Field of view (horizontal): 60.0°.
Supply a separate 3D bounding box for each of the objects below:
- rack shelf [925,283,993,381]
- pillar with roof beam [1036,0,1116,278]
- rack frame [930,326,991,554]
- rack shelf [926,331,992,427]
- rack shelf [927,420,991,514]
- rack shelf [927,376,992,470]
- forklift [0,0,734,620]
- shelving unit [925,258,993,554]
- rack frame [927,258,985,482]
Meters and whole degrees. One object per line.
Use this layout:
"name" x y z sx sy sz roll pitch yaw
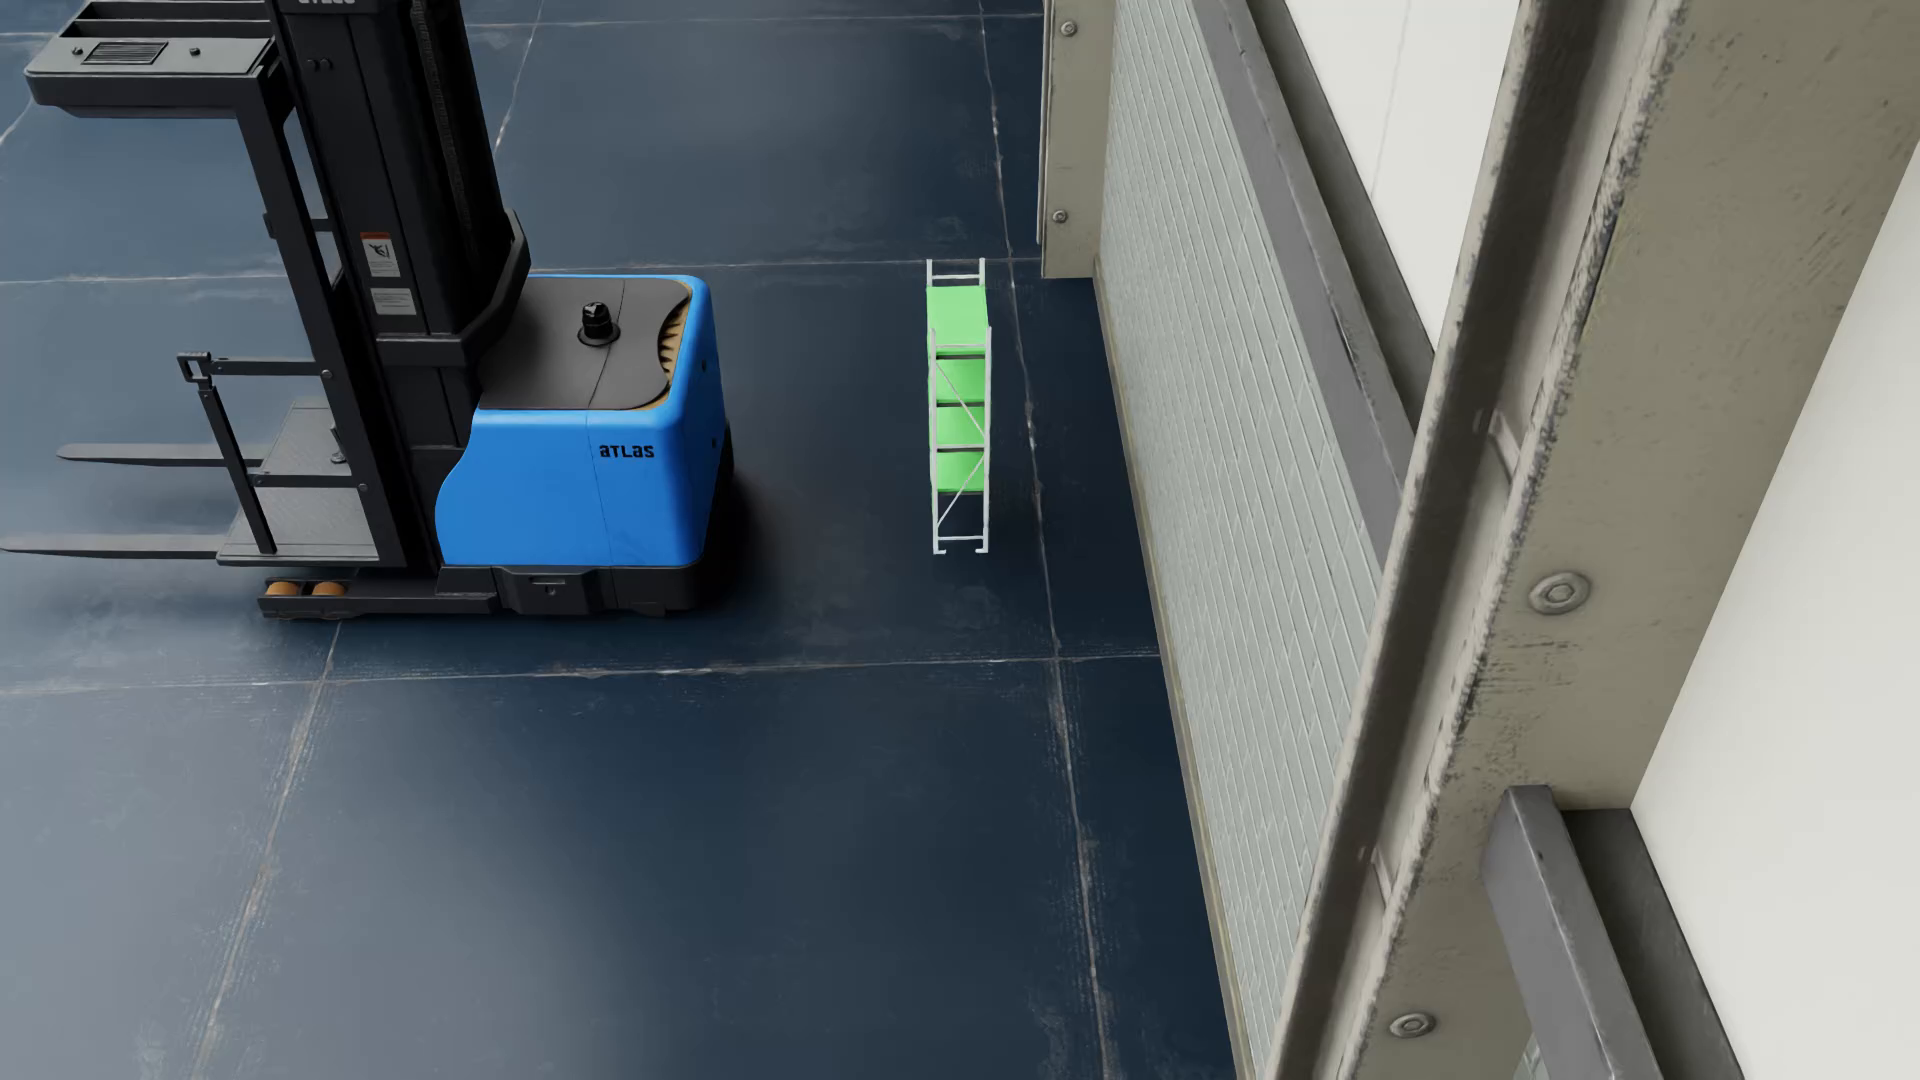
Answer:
"rack shelf" -0.007 -0.861 6.835 0.258 0.148 0.480 -2 43 -2
"pillar with roof beam" -3.715 -4.738 5.909 9.100 9.000 0.400 -2 43 -2
"rack frame" 0.003 -0.389 6.936 0.240 1.200 0.015 -2 43 -2
"rack shelf" -0.007 -0.684 6.997 0.258 0.148 0.480 -2 43 -2
"rack shelf" -0.007 -0.330 7.322 0.258 0.148 0.480 -2 43 -2
"rack shelf" -0.007 -0.507 7.159 0.258 0.148 0.480 -2 43 -2
"forklift" -2.562 -1.100 6.431 3.031 2.935 1.130 0 43 0
"shelving unit" -0.007 -0.554 7.116 0.258 1.200 0.503 -2 43 -2
"rack frame" -0.017 -0.719 7.296 0.240 1.200 0.015 -2 43 -2
